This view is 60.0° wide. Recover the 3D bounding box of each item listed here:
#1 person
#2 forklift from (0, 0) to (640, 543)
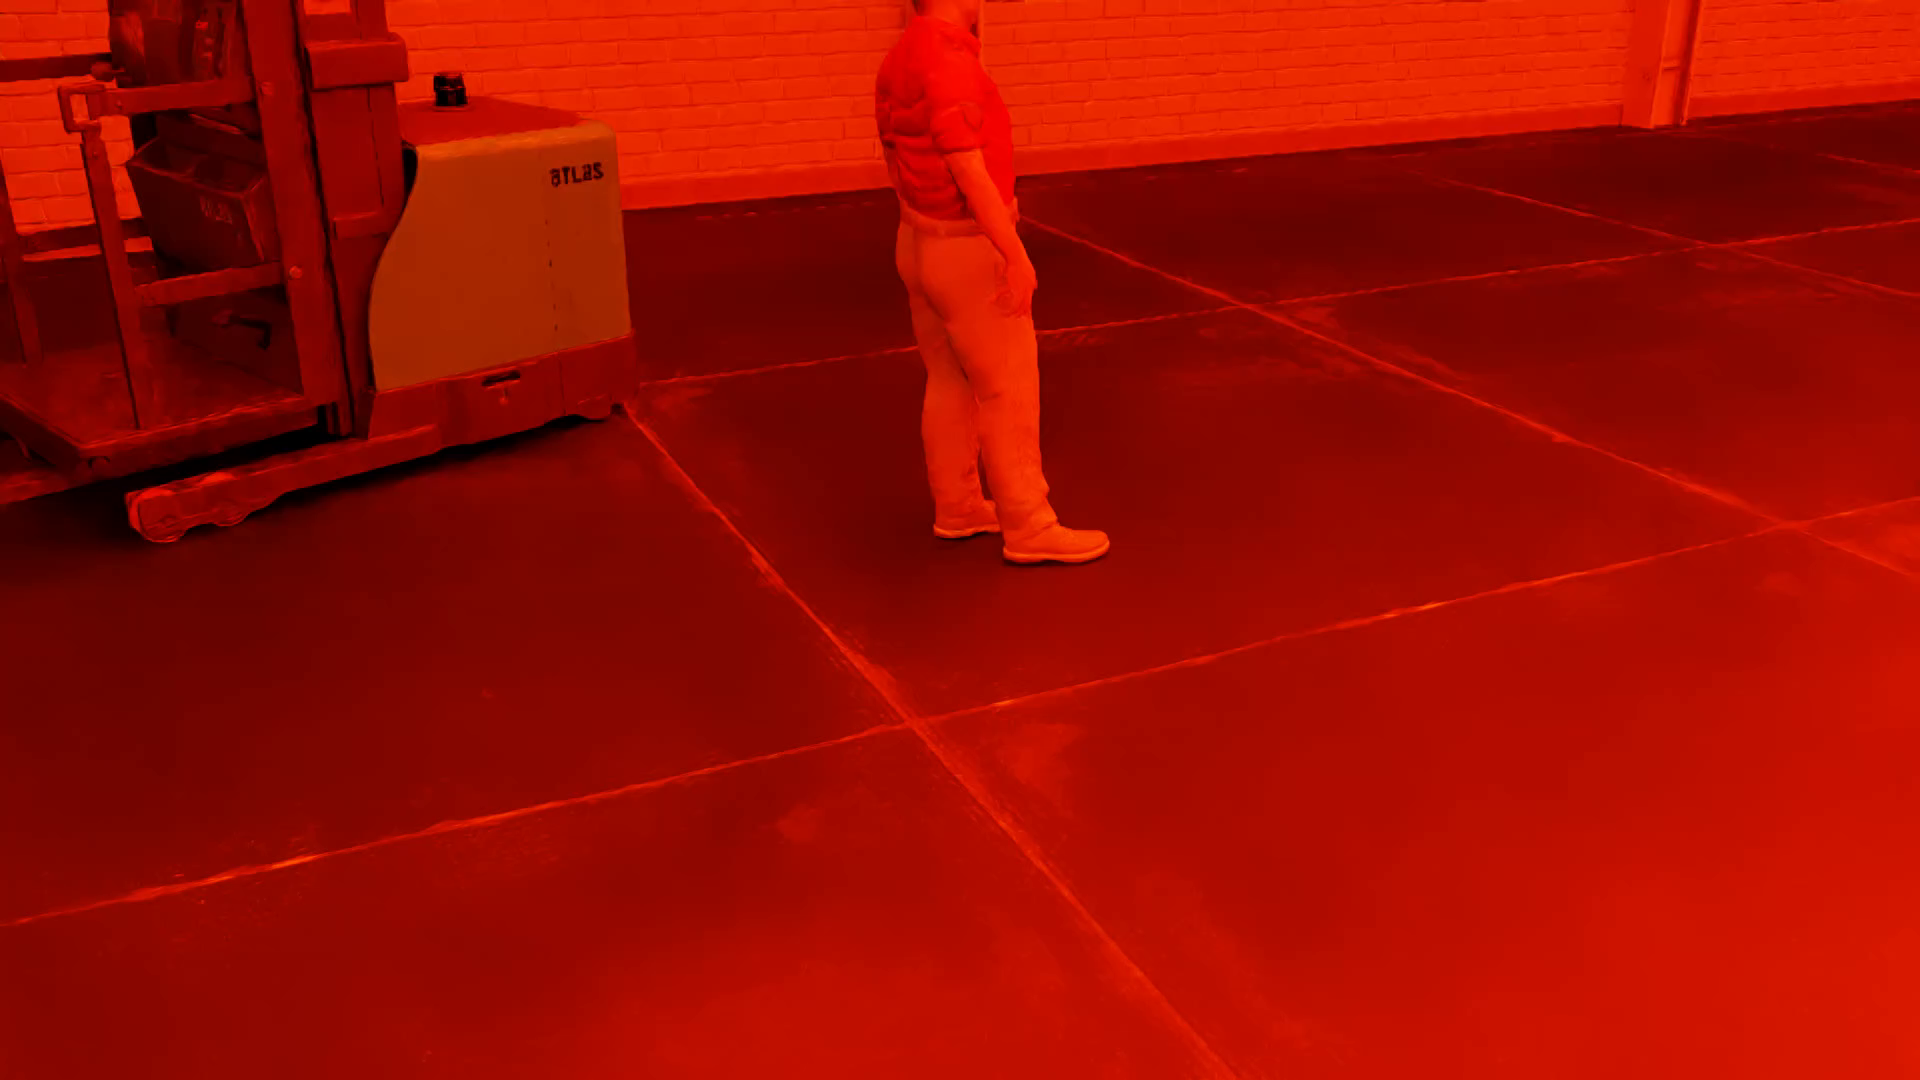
[{"bbox_3d":[0.086,-0.815,4.797,0.550,1.727,0.640,-10,25,-23],"label":"person"},{"bbox_3d":[-2.597,-1.566,5.055,1.130,2.935,3.031,21,30,41],"label":"forklift"}]
